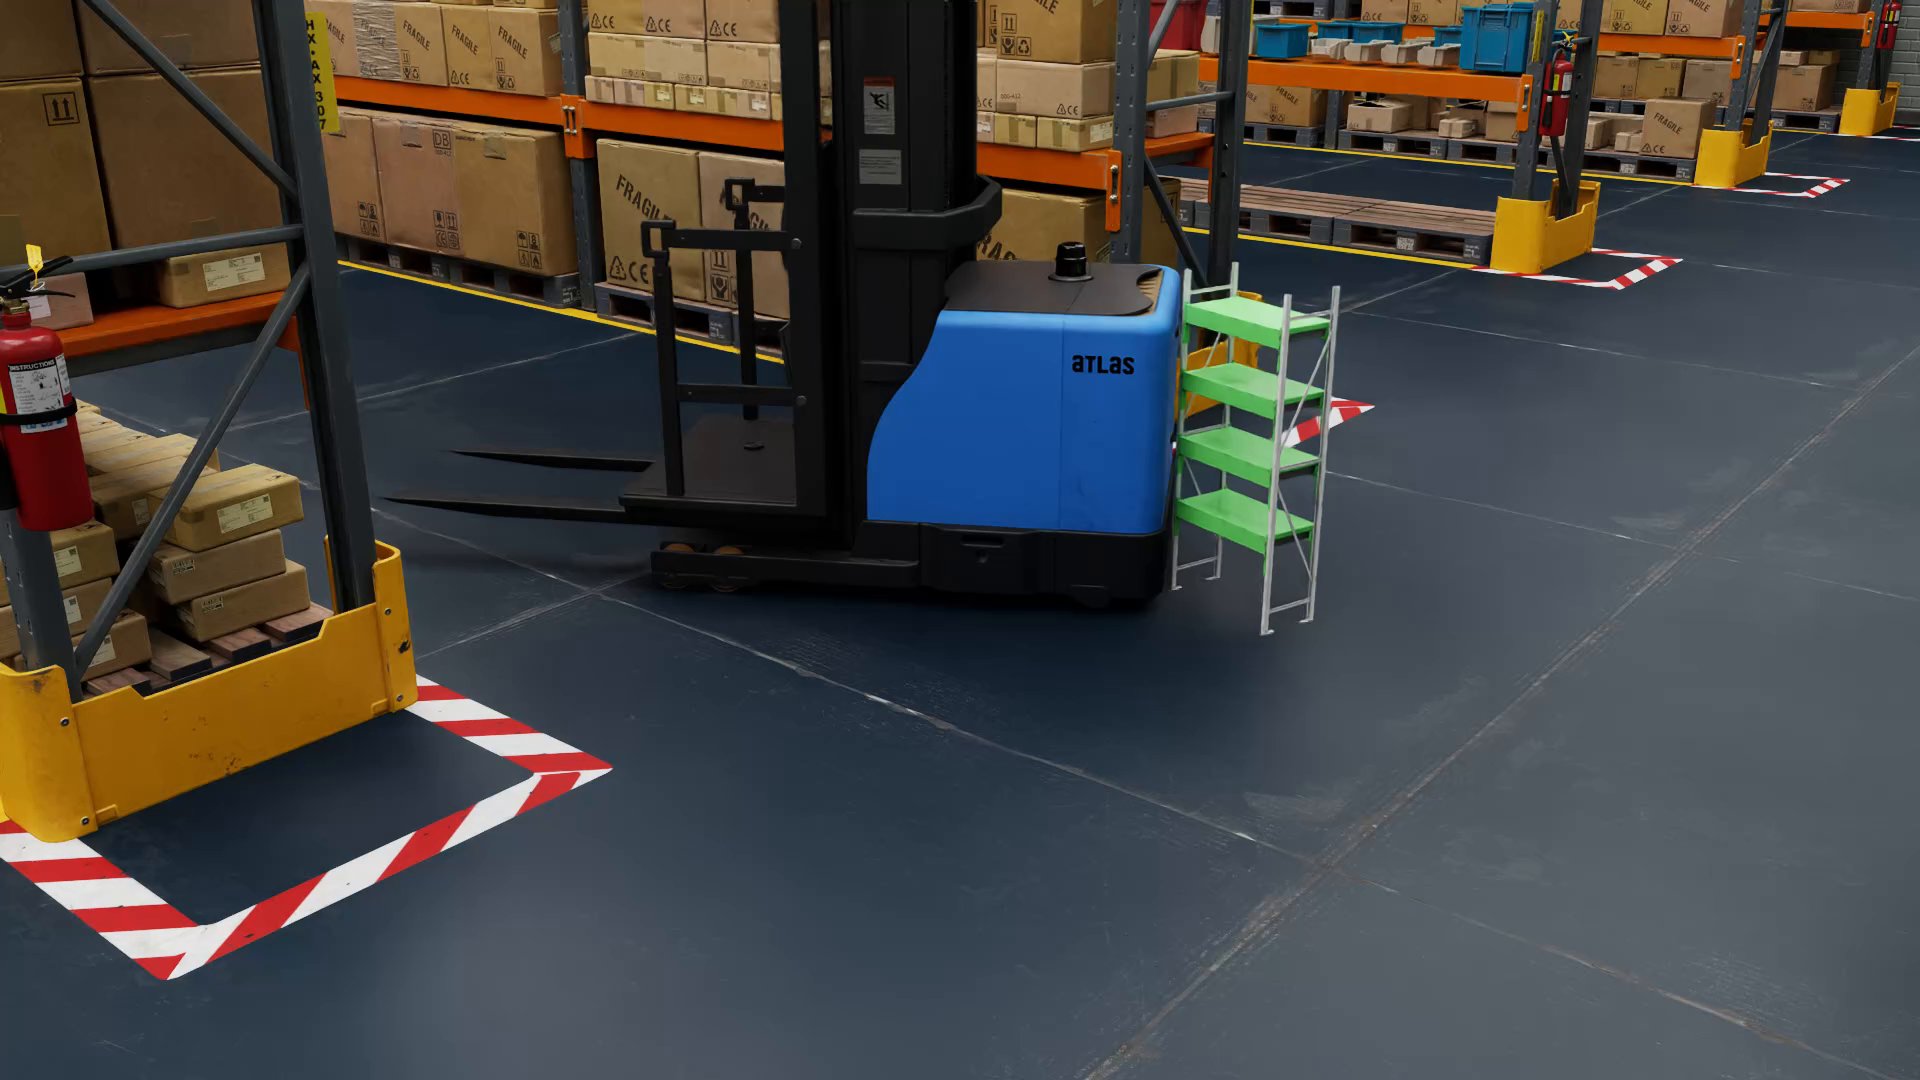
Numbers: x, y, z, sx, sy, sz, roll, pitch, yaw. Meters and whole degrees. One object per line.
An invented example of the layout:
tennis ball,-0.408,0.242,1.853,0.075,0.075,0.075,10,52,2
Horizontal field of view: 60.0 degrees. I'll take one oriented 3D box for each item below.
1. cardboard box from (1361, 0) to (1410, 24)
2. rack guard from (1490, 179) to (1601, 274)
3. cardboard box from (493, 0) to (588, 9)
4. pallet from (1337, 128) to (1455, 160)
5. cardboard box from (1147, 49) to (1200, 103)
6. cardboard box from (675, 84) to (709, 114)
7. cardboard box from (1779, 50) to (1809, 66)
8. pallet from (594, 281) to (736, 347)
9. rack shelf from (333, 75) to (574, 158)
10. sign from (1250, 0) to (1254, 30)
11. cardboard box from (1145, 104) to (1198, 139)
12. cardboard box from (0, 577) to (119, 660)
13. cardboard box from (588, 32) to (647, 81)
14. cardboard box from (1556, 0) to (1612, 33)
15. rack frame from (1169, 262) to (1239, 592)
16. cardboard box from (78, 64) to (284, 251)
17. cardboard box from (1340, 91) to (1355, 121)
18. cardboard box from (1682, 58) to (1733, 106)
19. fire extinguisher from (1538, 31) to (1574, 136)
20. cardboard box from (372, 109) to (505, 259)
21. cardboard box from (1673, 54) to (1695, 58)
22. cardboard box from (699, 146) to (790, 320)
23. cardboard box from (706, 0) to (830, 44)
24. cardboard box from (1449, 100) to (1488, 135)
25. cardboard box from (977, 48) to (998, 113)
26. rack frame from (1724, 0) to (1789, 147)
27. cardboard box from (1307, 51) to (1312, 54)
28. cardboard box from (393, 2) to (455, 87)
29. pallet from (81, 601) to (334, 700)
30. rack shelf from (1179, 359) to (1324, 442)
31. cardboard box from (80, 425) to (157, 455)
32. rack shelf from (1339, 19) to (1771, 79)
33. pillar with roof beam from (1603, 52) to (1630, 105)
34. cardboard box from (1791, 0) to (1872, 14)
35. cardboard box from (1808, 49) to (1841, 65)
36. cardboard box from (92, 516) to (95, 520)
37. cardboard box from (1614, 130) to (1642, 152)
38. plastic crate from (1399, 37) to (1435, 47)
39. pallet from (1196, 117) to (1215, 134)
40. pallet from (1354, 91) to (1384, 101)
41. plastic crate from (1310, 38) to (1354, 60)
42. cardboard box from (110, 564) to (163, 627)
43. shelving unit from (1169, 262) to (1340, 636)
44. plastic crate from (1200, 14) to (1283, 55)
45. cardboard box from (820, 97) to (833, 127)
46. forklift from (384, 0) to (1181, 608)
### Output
cardboard box,4.457,-5.547,16.986,0.500,0.500,0.500,17,26,38
rack guard,4.225,-2.272,11.984,0.348,0.500,1.175,16,26,36
cardboard box,-2.533,-3.638,10.501,0.637,0.503,0.797,15,25,35
pallet,4.766,-4.230,17.587,1.213,0.211,1.003,16,26,36
cardboard box,0.865,-2.339,8.411,0.500,0.250,0.500,15,25,35
cardboard box,-1.401,-2.532,9.486,0.250,0.149,0.380,15,25,35
cardboard box,9.642,-5.589,19.267,0.250,0.149,0.380,16,26,36
pallet,-1.493,-1.486,10.309,1.213,0.211,1.003,16,26,36
rack shelf,-3.582,-3.091,11.634,4.000,0.370,1.077,16,26,36
sign,1.422,-2.682,8.189,0.005,0.325,0.100,16,26,36
cardboard box,1.000,-2.141,8.450,0.250,0.149,0.380,16,26,37
cardboard box,-2.737,0.203,4.903,0.250,0.149,0.380,15,25,35
cardboard box,-1.834,-2.874,9.830,0.500,0.250,0.500,16,26,35
cardboard box,6.027,-5.096,15.789,0.500,0.500,0.500,16,26,37
rack frame,0.880,-0.396,6.017,0.240,1.200,0.015,-13,24,-31
cardboard box,-2.321,-1.117,4.817,0.500,0.500,0.500,18,27,39
cardboard box,4.013,-4.899,18.329,0.500,0.500,0.500,15,25,34
cardboard box,9.079,-5.531,20.031,0.500,0.500,0.700,15,25,35
fire extinguisher,4.028,-3.075,11.208,0.183,0.674,0.296,16,26,36
cardboard box,-3.234,-2.520,11.516,0.875,0.875,1.225,15,25,34
cardboard box,8.901,-5.976,20.293,0.250,0.149,0.380,16,26,35
cardboard box,-0.875,-1.814,9.643,0.875,0.875,0.875,16,26,36
cardboard box,-1.040,-2.998,9.095,0.500,0.500,0.500,15,25,35
cardboard box,5.436,-4.420,17.324,0.500,0.311,0.500,16,26,36
cardboard box,0.131,-2.307,8.326,0.500,0.250,0.500,16,26,35
rack frame,7.333,-4.796,15.136,0.127,3.000,1.000,16,26,36
cardboard box,4.751,-6.927,23.237,0.750,0.750,0.750,16,26,36
cardboard box,-3.356,-3.285,10.986,0.500,0.500,0.500,16,26,36
pallet,-2.814,0.341,5.465,1.213,0.211,1.003,16,26,36
rack shelf,1.015,-0.489,5.765,0.258,0.148,0.480,-13,24,-31
cardboard box,-2.988,-0.259,5.706,0.250,0.149,0.380,15,25,34
rack shelf,5.784,-4.906,16.446,4.000,0.370,1.077,16,26,36
pillar with roof beam,5.731,-8.754,17.129,0.400,9.000,9.100,16,26,36
cardboard box,10.061,-6.403,18.970,0.700,0.700,0.980,18,27,39
cardboard box,10.080,-5.637,19.394,0.250,0.149,0.380,16,26,37
cardboard box,-2.877,-0.017,5.065,0.250,0.149,0.380,17,26,37
cardboard box,6.499,-3.845,16.006,0.250,0.166,0.380,16,26,36
plastic crate,3.493,-3.738,12.619,0.298,0.136,0.250,16,26,36
pallet,2.631,-4.827,19.170,1.213,0.211,1.003,16,26,36
pallet,5.769,-6.163,22.711,1.213,0.211,1.003,16,26,36
plastic crate,2.764,-3.665,12.425,0.250,0.136,0.298,16,26,36
cardboard box,-2.606,0.141,5.488,0.250,0.149,0.380,16,26,36
shelving unit,1.015,-0.324,5.827,0.258,1.200,0.503,-13,24,-31
plastic crate,2.166,-3.917,12.887,0.530,0.282,0.437,16,26,36
cardboard box,-0.602,-2.302,8.878,0.250,0.149,0.380,17,26,37
forklift,-0.697,-1.357,6.113,3.031,2.935,1.130,3,21,9
